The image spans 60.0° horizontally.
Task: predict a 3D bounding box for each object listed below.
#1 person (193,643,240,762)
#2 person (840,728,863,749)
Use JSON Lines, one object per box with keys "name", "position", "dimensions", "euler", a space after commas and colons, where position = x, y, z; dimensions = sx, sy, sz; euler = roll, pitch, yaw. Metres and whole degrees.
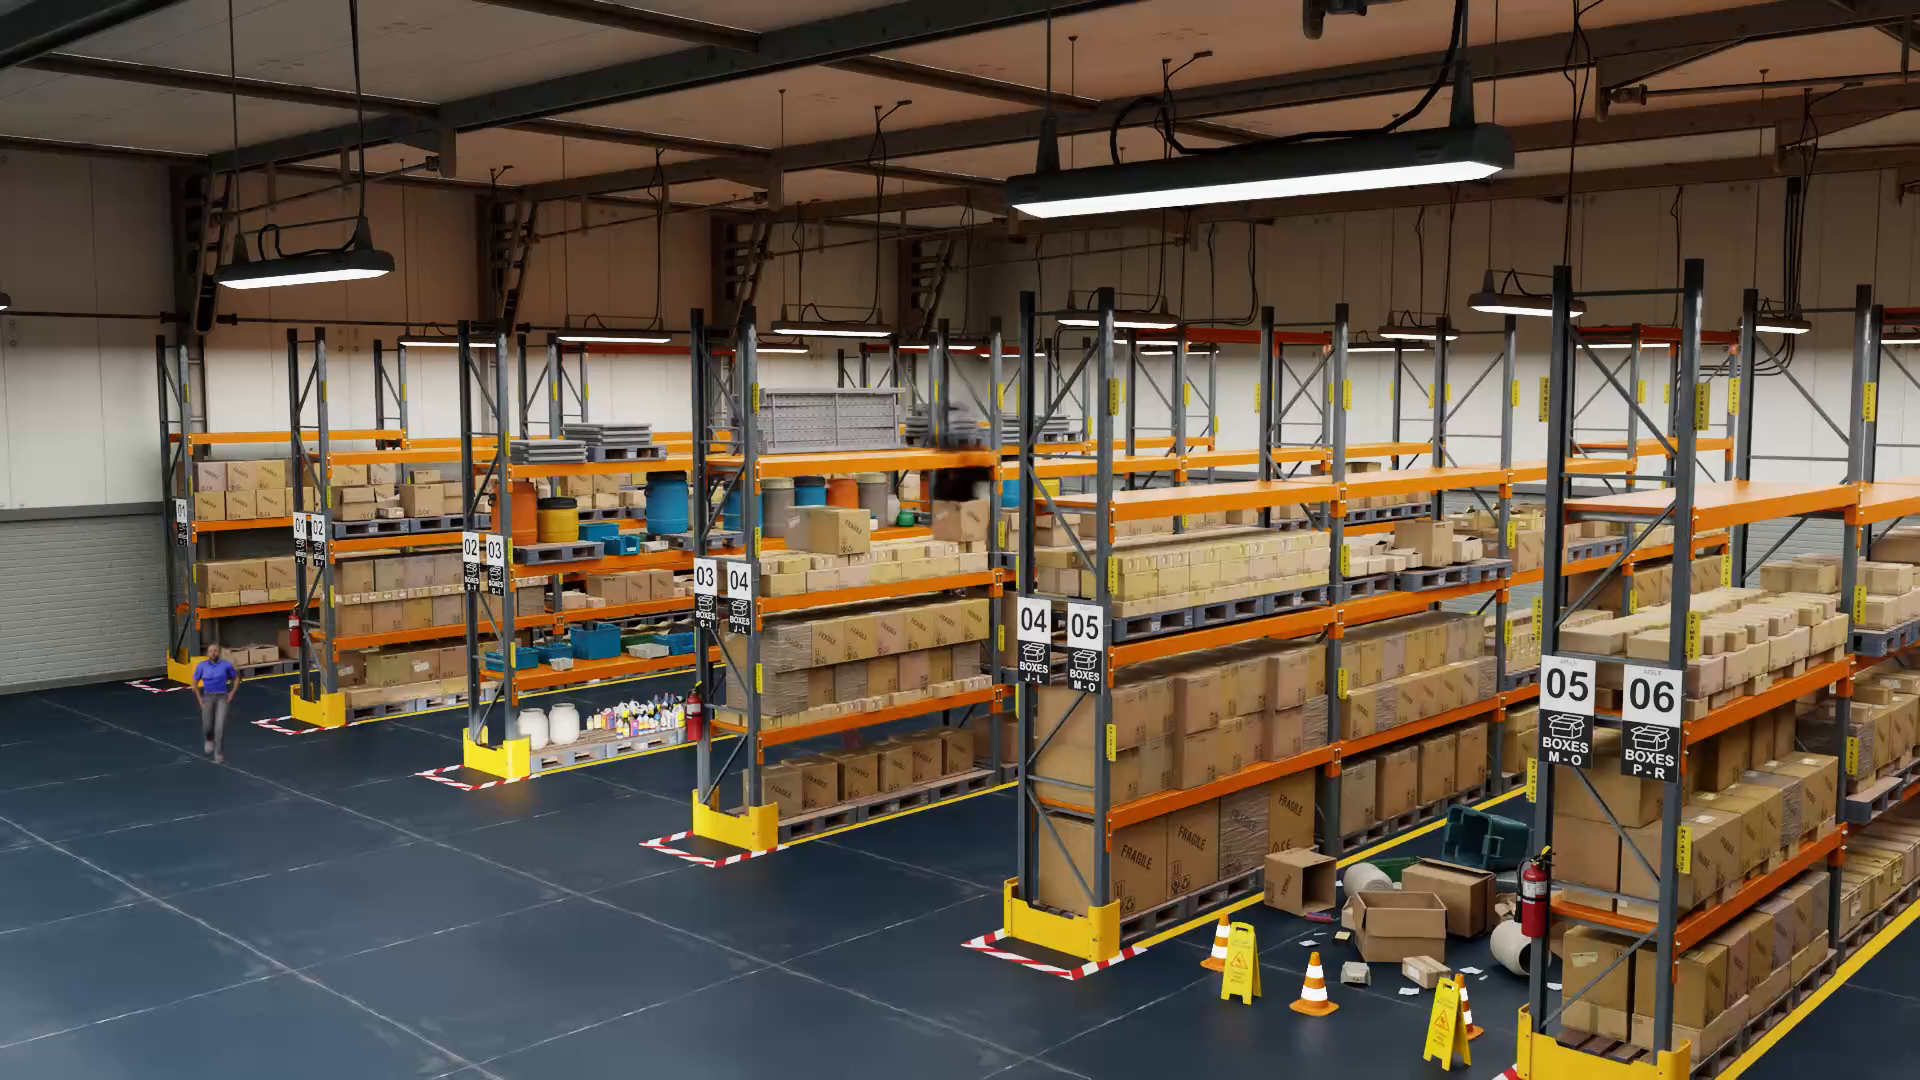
{"name": "person", "position": [-10.238, 2.216, 22.917], "dimensions": [0.597, 1.630, 0.556], "euler": [-2, 6, -24]}
{"name": "person", "position": [-1.560, 2.190, 22.928], "dimensions": [0.556, 1.710, 0.711], "euler": [4, 7, 35]}
